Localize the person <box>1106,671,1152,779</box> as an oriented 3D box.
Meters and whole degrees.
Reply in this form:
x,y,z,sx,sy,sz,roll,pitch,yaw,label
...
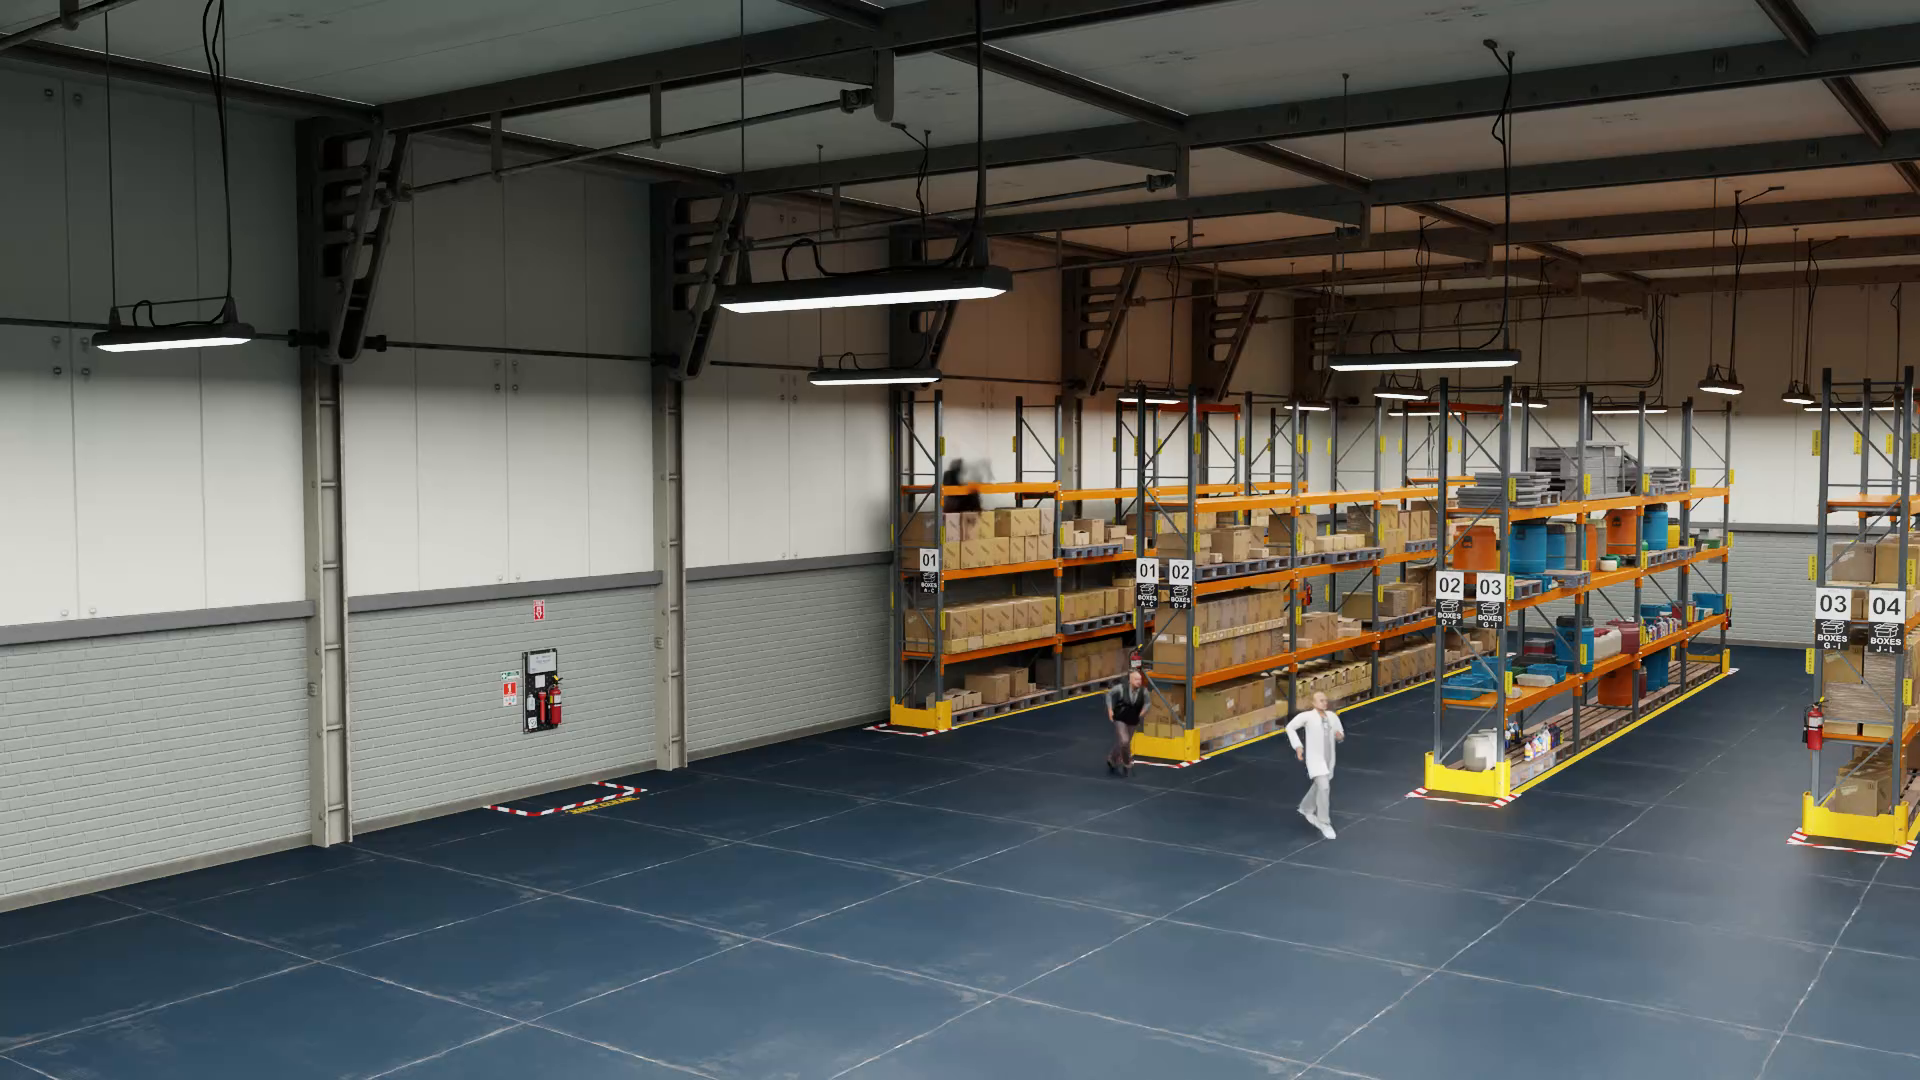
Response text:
x,y,z,sx,sy,sz,roll,pitch,yaw,label
2.543,2.794,25.348,0.684,1.666,0.894,-1,3,-16,person

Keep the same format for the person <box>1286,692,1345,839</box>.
x,y,z,sx,sy,sz,roll,pitch,yaw,label
4.662,2.885,21.610,0.680,1.833,0.902,-2,4,-28,person
